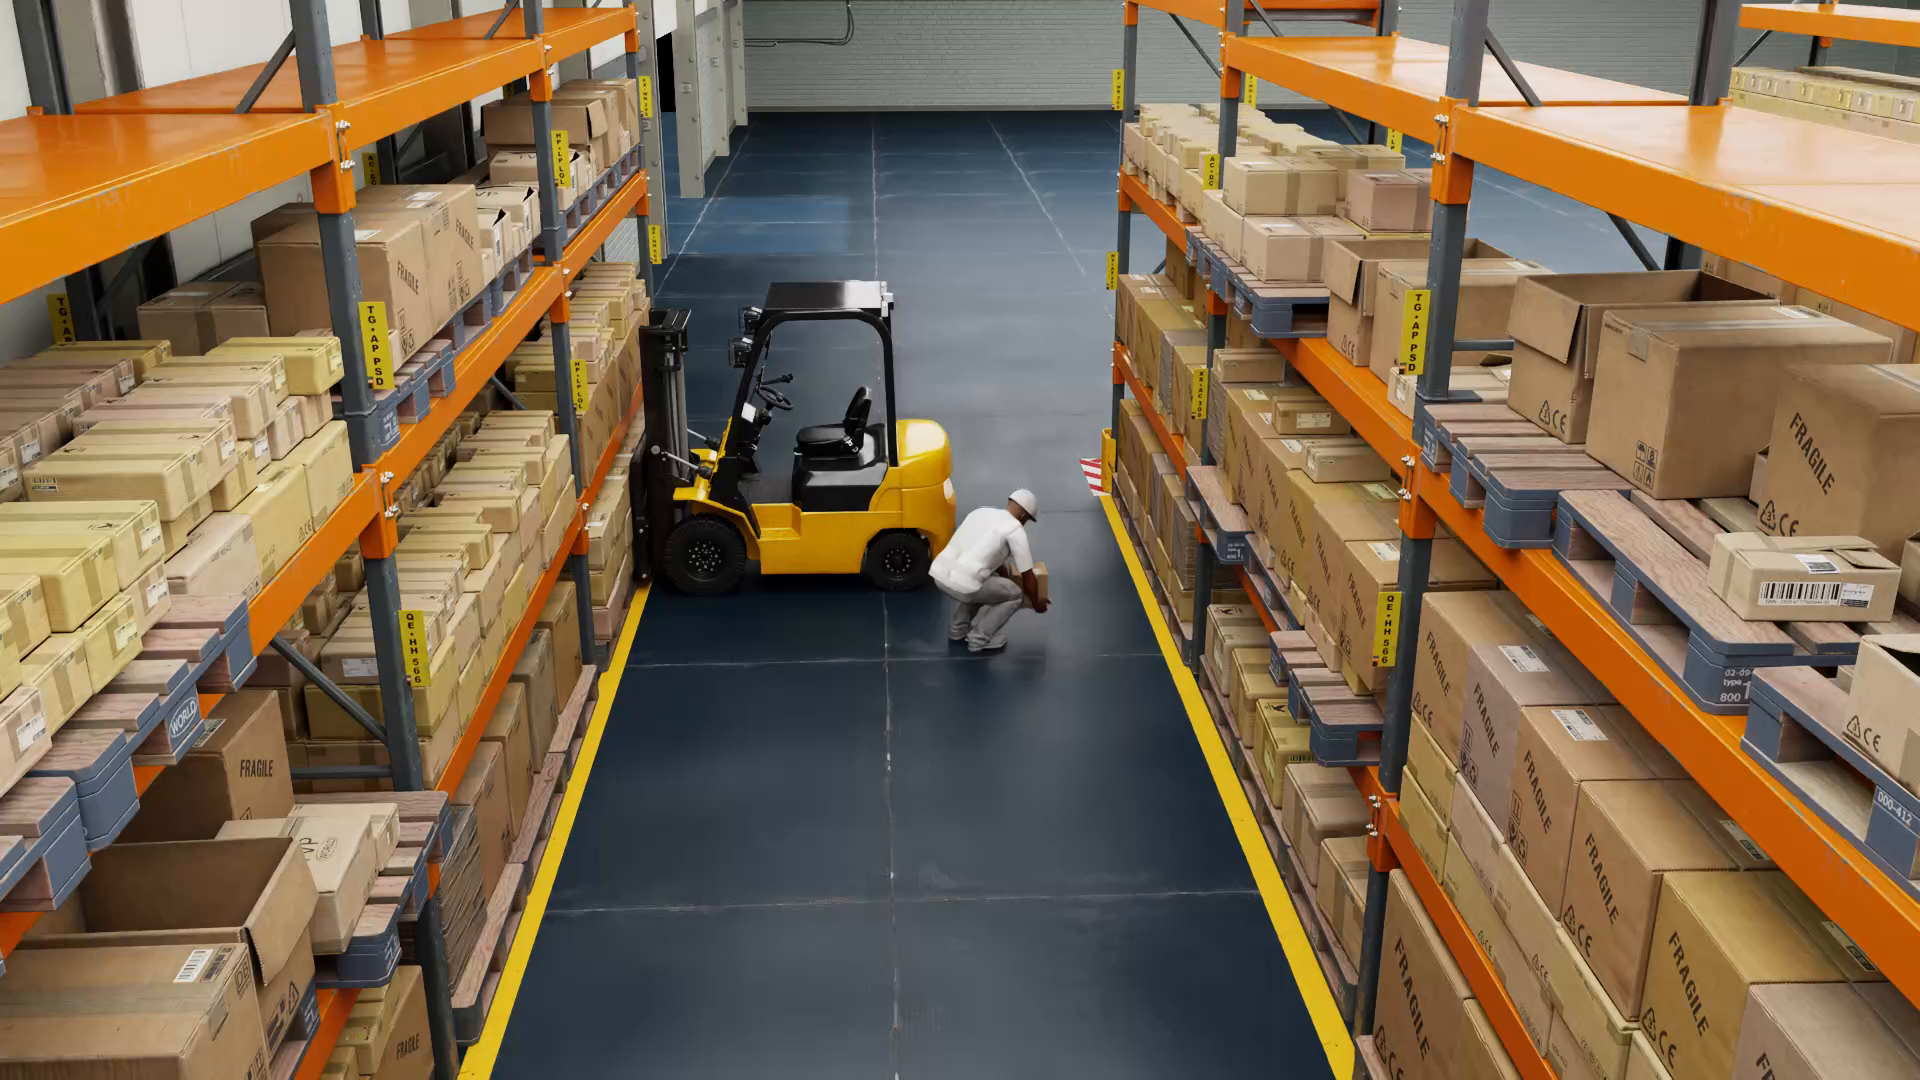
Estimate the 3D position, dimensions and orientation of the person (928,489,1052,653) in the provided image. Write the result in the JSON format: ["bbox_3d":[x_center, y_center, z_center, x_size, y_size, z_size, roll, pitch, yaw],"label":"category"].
[{"bbox_3d":[0.196,0.195,11.586,0.889,1.029,0.583,-12,24,-30],"label":"person"}]
